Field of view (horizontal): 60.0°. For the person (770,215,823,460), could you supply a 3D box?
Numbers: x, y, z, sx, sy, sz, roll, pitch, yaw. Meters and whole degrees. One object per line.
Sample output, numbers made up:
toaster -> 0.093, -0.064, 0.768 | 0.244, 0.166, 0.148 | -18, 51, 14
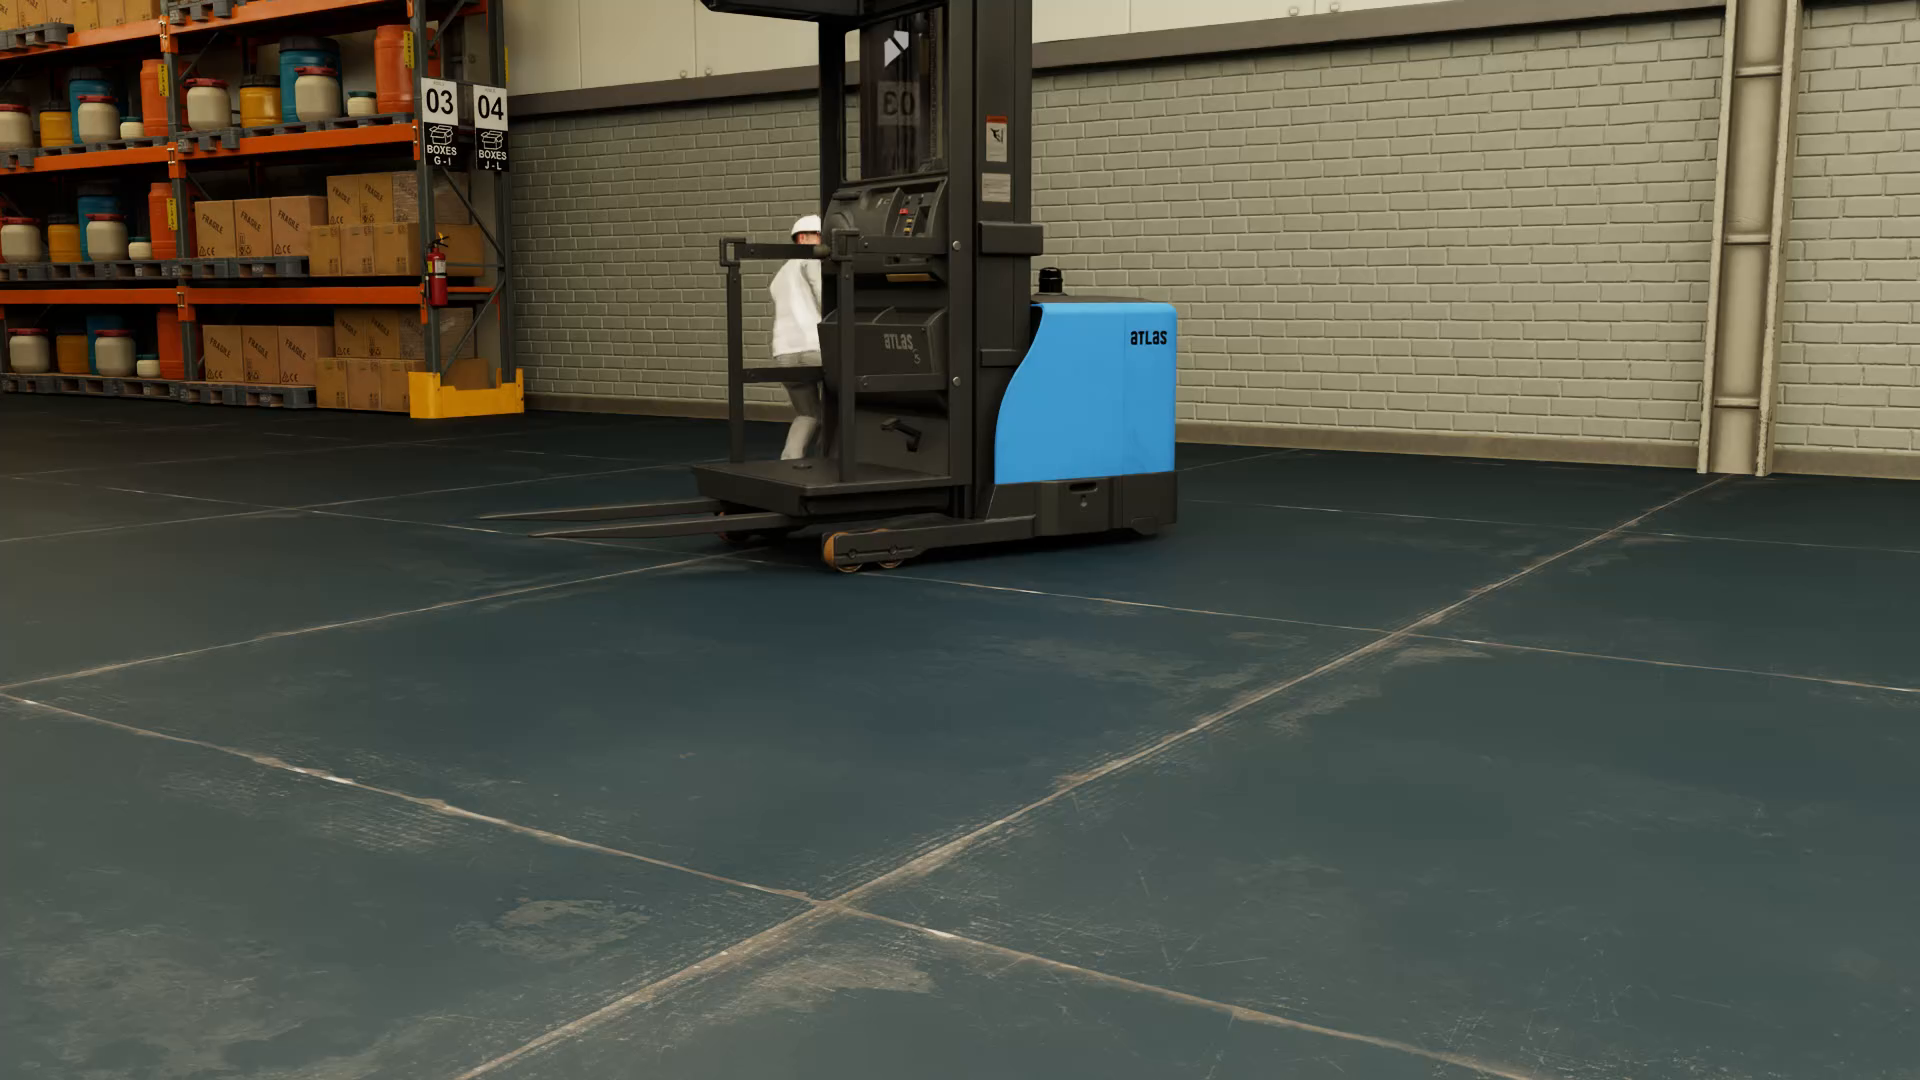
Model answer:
person -> -0.795, -1.162, 10.120 | 0.748, 1.614, 0.763 | 5, 10, 33

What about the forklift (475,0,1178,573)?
forklift -> -0.507, -1.403, 7.061 | 3.031, 2.935, 1.130 | -5, 10, -33
